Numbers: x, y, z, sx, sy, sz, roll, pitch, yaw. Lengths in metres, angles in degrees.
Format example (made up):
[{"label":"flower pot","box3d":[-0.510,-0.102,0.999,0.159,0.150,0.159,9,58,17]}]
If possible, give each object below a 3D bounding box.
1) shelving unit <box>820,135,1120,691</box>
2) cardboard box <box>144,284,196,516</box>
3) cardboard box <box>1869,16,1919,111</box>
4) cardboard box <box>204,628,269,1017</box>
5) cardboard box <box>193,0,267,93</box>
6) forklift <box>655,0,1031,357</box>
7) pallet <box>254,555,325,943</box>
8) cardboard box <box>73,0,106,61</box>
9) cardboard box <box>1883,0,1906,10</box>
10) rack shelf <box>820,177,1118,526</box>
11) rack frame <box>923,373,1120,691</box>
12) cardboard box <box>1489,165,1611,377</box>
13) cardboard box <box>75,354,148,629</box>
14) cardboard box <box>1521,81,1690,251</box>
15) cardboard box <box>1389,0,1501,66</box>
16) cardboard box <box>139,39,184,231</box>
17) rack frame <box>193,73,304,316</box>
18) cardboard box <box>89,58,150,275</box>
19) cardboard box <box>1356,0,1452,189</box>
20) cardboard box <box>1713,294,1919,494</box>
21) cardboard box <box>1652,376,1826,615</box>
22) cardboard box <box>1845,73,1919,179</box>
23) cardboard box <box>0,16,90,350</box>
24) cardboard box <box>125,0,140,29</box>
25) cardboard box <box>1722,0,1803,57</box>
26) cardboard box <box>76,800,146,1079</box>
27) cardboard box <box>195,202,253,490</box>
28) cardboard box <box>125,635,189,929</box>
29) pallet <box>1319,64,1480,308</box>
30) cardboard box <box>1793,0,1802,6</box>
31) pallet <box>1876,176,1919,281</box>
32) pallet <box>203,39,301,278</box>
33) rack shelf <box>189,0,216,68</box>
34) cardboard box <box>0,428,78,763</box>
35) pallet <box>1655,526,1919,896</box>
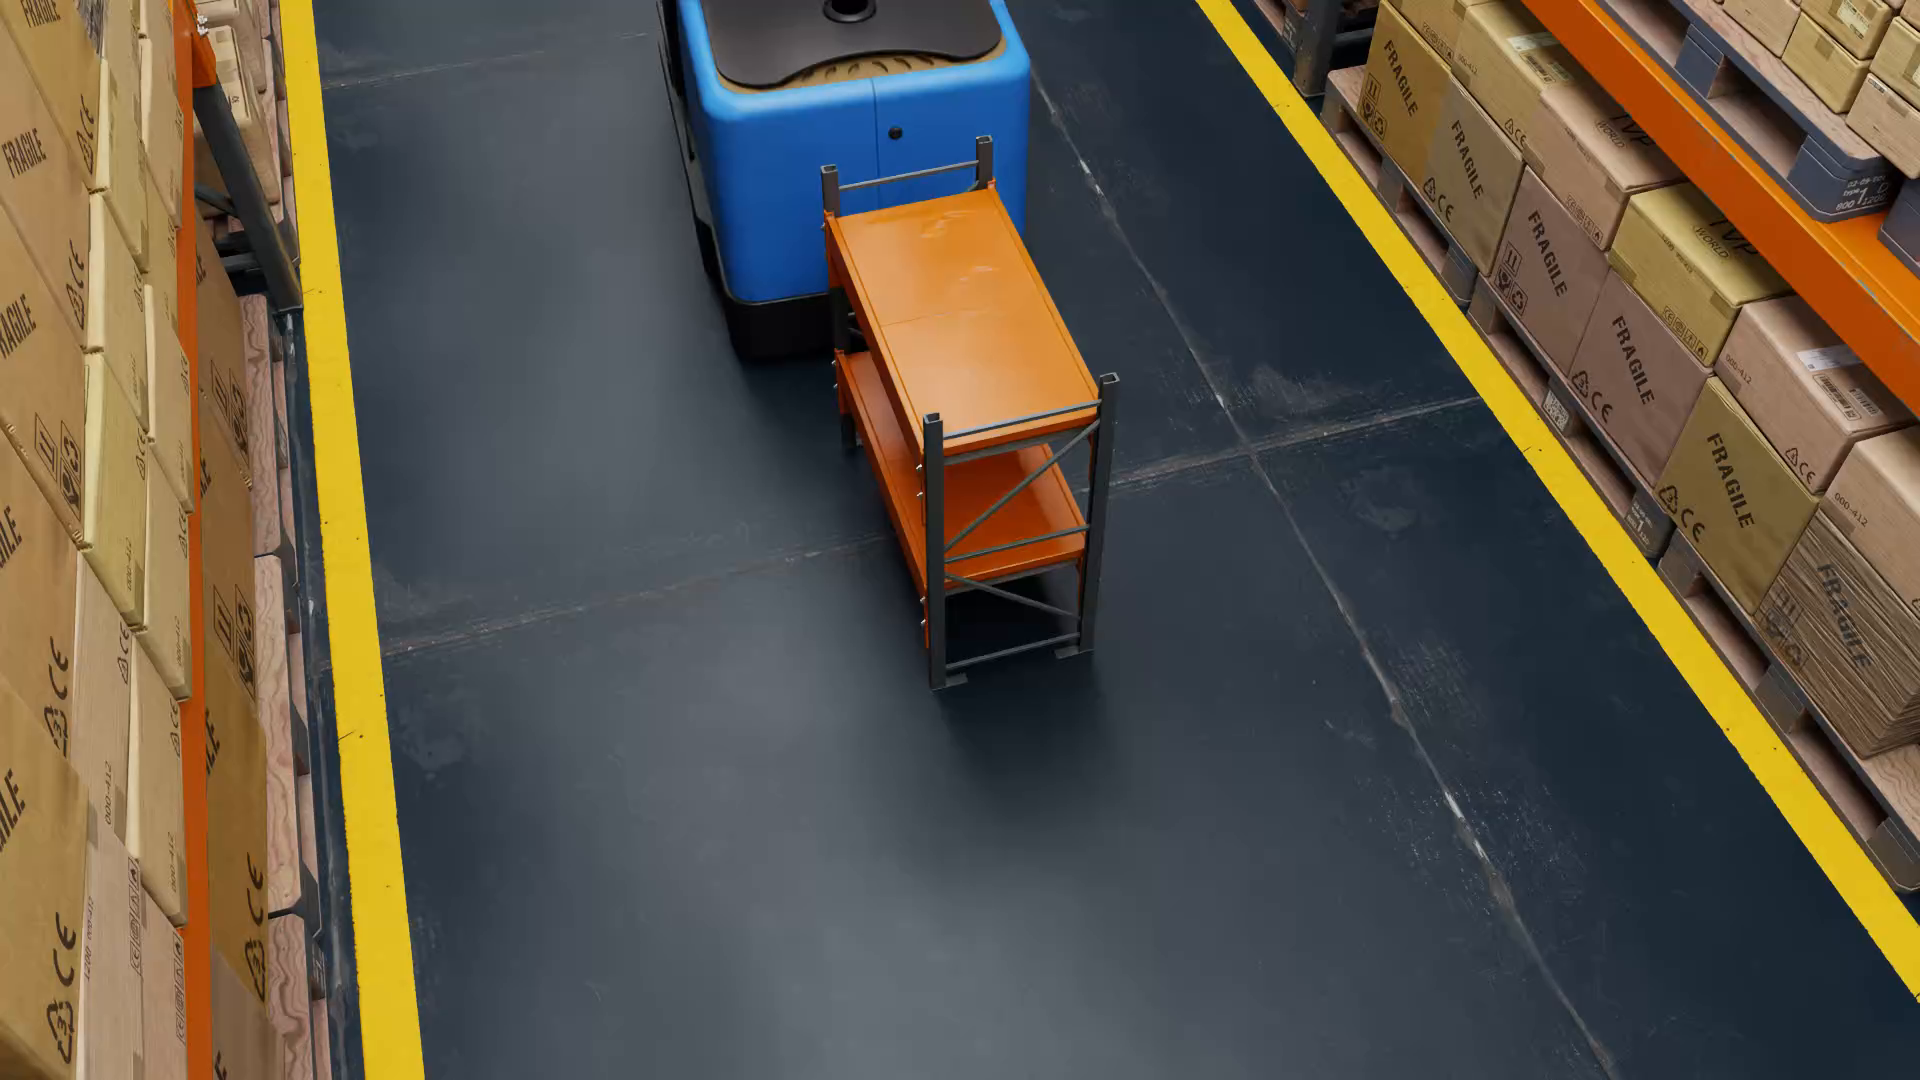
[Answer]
[{"label":"shelving unit","box3d":[0.002,-0.358,4.816,0.538,1.125,1.048,-13,51,-11]},{"label":"cardboard box","box3d":[-1.965,-0.254,3.601,0.500,0.250,0.500,-14,51,-12]},{"label":"cardboard box","box3d":[2.425,-1.151,3.954,0.380,0.149,0.250,-16,52,-13]},{"label":"cardboard box","box3d":[-2.191,0.658,3.849,0.875,0.875,0.875,-12,51,-10]},{"label":"cardboard box","box3d":[-3.223,-1.961,6.385,0.950,0.372,0.625,-14,51,-12]},{"label":"forklift","box3d":[-0.606,-2.725,5.630,1.130,2.935,3.031,-10,51,-9]},{"label":"pallet","box3d":[-2.321,0.661,4.555,1.003,0.211,1.213,-13,51,-11]},{"label":"cardboard box","box3d":[-2.277,-1.384,3.735,0.500,0.500,0.500,-13,51,-10]},{"label":"cardboard box","box3d":[2.352,-1.439,4.002,0.380,0.149,0.250,-15,52,-13]},{"label":"rack shelf","box3d":[0.002,-0.546,4.592,0.538,0.278,1.000,-13,51,-11]},{"label":"rack frame","box3d":[0.152,0.014,4.503,0.500,1.125,0.032,-13,51,-11]},{"label":"cardboard box","box3d":[2.133,-0.928,5.431,0.500,0.500,0.500,-14,51,-12]},{"label":"cardboard box","box3d":[-1.822,-0.046,3.098,0.500,0.250,0.500,-13,51,-11]},{"label":"cardboard box","box3d":[2.116,-1.192,5.162,0.500,0.250,0.500,-13,51,-11]},{"label":"cardboard box","box3d":[1.832,-1.926,5.782,0.500,0.250,0.500,-15,52,-13]},{"label":"cardboard box","box3d":[-2.276,-0.992,4.222,0.500,0.250,0.500,-12,51,-10]},{"label":"rack frame","box3d":[-2.840,-1.720,4.738,1.000,3.000,0.127,-13,51,-11]},{"label":"cardboard box","box3d":[-2.128,-0.794,3.728,0.500,0.250,0.500,-15,51,-12]},{"label":"cardboard box","box3d":[1.825,-1.669,6.055,0.500,0.500,0.500,-15,52,-13]},{"label":"cardboard box","box3d":[2.441,-0.429,4.519,0.500,0.250,0.500,-11,51,-9]},{"label":"cardboard box","box3d":[2.431,-0.180,4.800,0.500,0.500,0.500,-14,51,-12]},{"label":"cardboard box","box3d":[2.424,-1.049,4.062,0.380,0.149,0.250,-15,52,-13]},{"label":"cardboard box","box3d":[-1.994,-0.648,3.115,0.500,0.500,0.500,-14,51,-12]},{"label":"cardboard box","box3d":[-2.454,-1.537,4.355,0.500,0.250,0.500,-13,51,-11]},{"label":"cardboard box","box3d":[2.268,-1.437,4.389,0.380,0.149,0.250,-15,51,-12]},{"label":"cardboard box","box3d":[-1.518,0.703,2.466,0.500,0.250,0.500,-15,51,-12]},{"label":"cardboard box","box3d":[-2.715,-0.648,4.949,0.875,0.875,0.875,-14,51,-11]},{"label":"cardboard box","box3d":[-1.689,0.491,2.972,0.500,0.250,0.500,-14,51,-12]},{"label":"pallet","box3d":[2.089,-1.444,6.329,1.003,0.211,1.213,-13,51,-11]},{"label":"cardboard box","box3d":[2.276,-1.529,4.272,0.380,0.149,0.250,-12,51,-10]},{"label":"pallet","box3d":[2.955,-0.521,3.853,1.003,0.211,1.213,-13,51,-11]},{"label":"pallet","box3d":[-3.069,-1.393,6.286,1.003,0.211,1.213,-13,51,-11]},{"label":"rack shelf","box3d":[-3.431,-2.949,6.245,1.077,0.370,4.000,-13,51,-11]},{"label":"cardboard box","box3d":[-1.689,0.095,2.489,0.500,0.500,0.500,-14,51,-11]},{"label":"pallet","box3d":[2.810,0.339,4.826,1.003,0.211,1.213,-13,51,-11]}]
